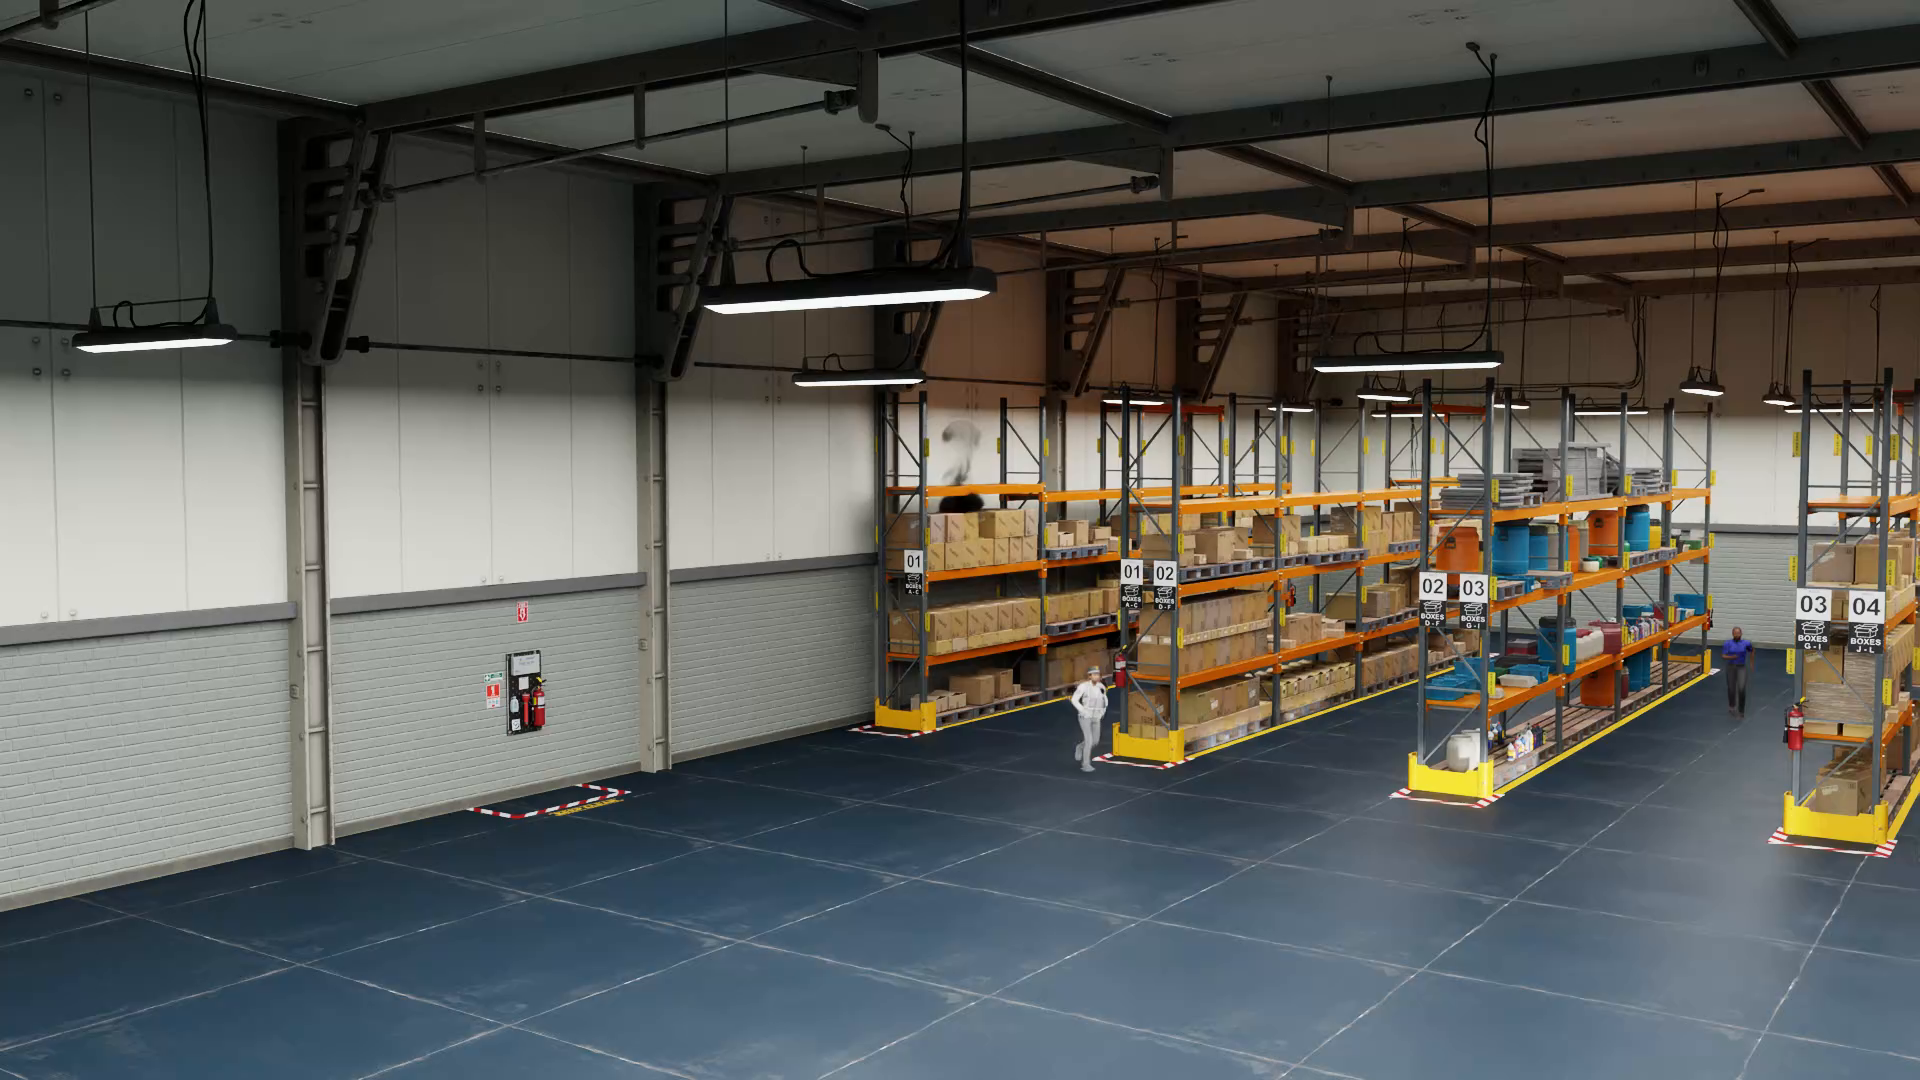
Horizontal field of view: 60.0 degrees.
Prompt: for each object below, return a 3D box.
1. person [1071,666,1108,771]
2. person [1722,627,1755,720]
[{"bbox_3d":[2.017,2.757,25.901,0.652,1.634,0.646,-1,3,-24],"label":"person"},{"bbox_3d":[14.424,2.479,30.852,0.540,1.747,0.786,2,4,28],"label":"person"}]
